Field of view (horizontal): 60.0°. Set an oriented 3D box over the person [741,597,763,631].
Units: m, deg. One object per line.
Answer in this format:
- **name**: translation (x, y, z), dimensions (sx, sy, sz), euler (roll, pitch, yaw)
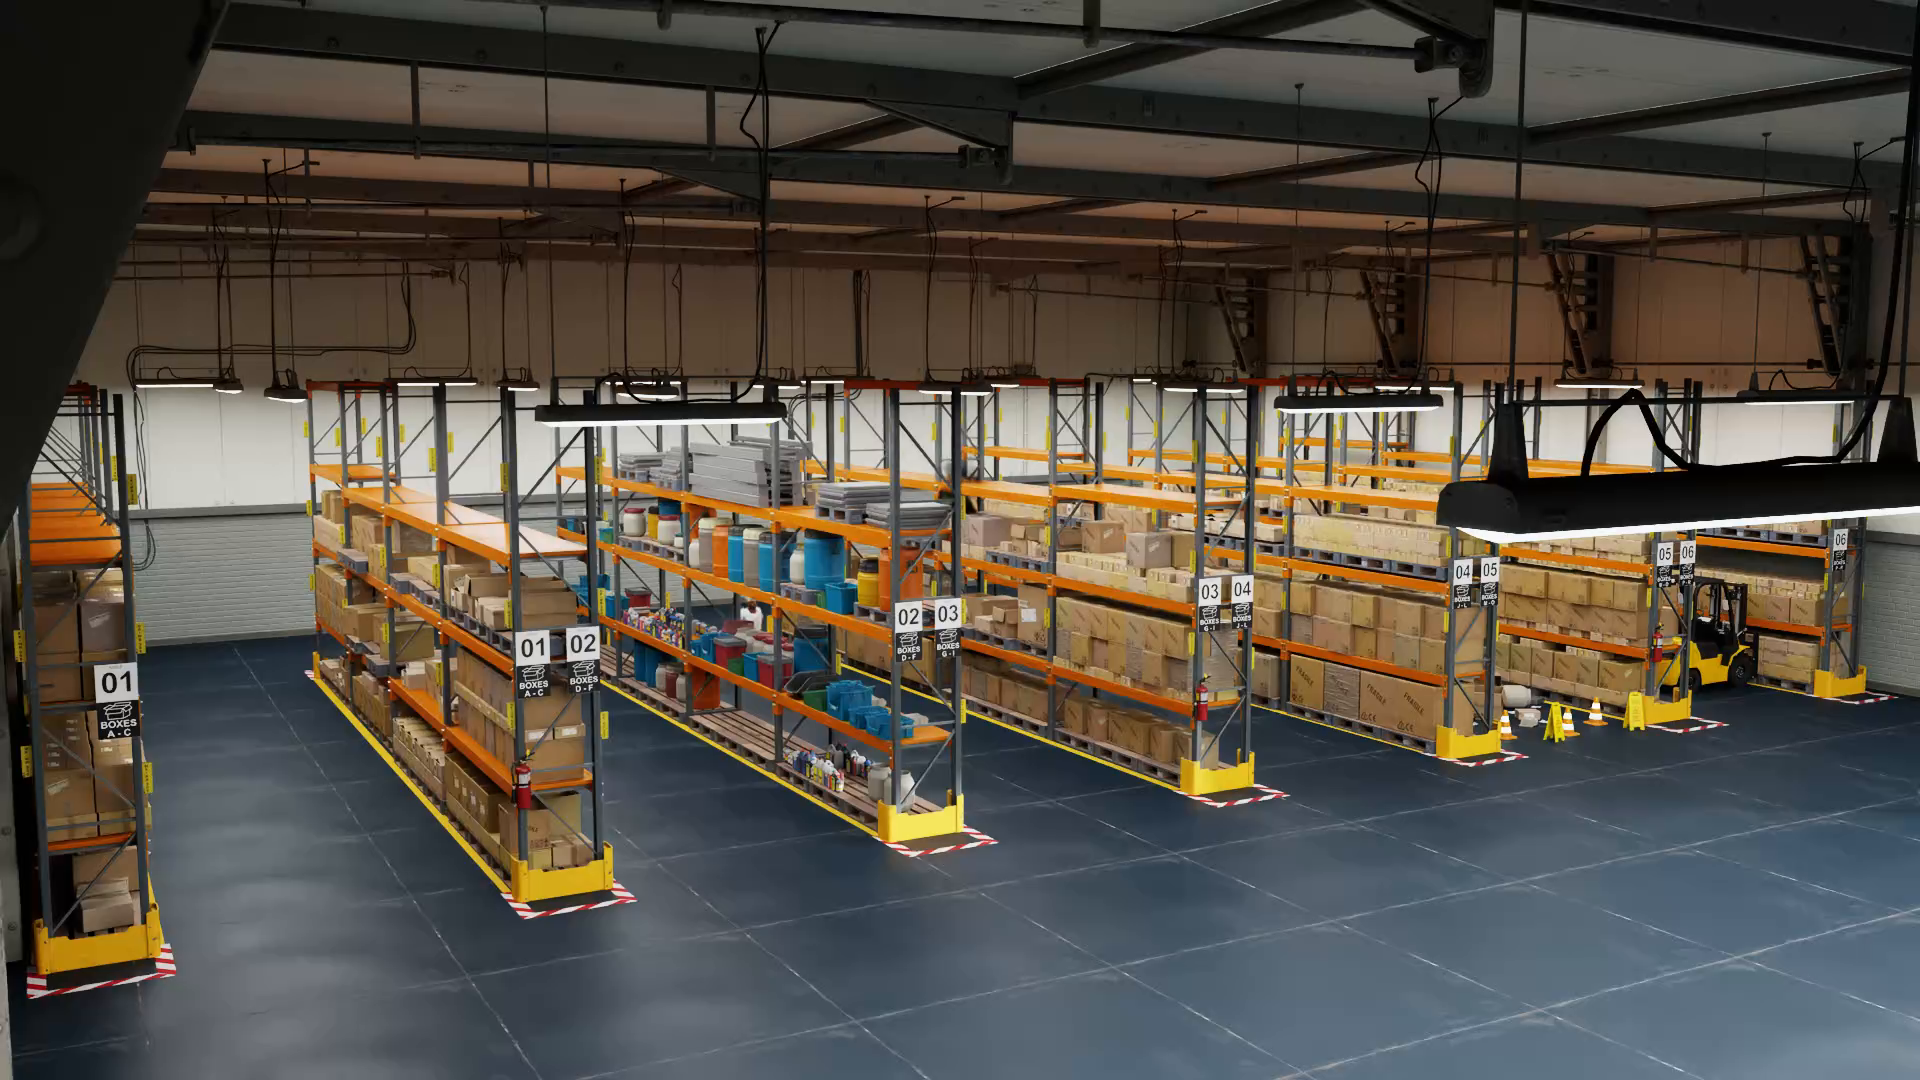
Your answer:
- **person**: translation (-4.205, 1.941, 33.225), dimensions (0.689, 1.733, 0.832), euler (-5, 8, -37)
